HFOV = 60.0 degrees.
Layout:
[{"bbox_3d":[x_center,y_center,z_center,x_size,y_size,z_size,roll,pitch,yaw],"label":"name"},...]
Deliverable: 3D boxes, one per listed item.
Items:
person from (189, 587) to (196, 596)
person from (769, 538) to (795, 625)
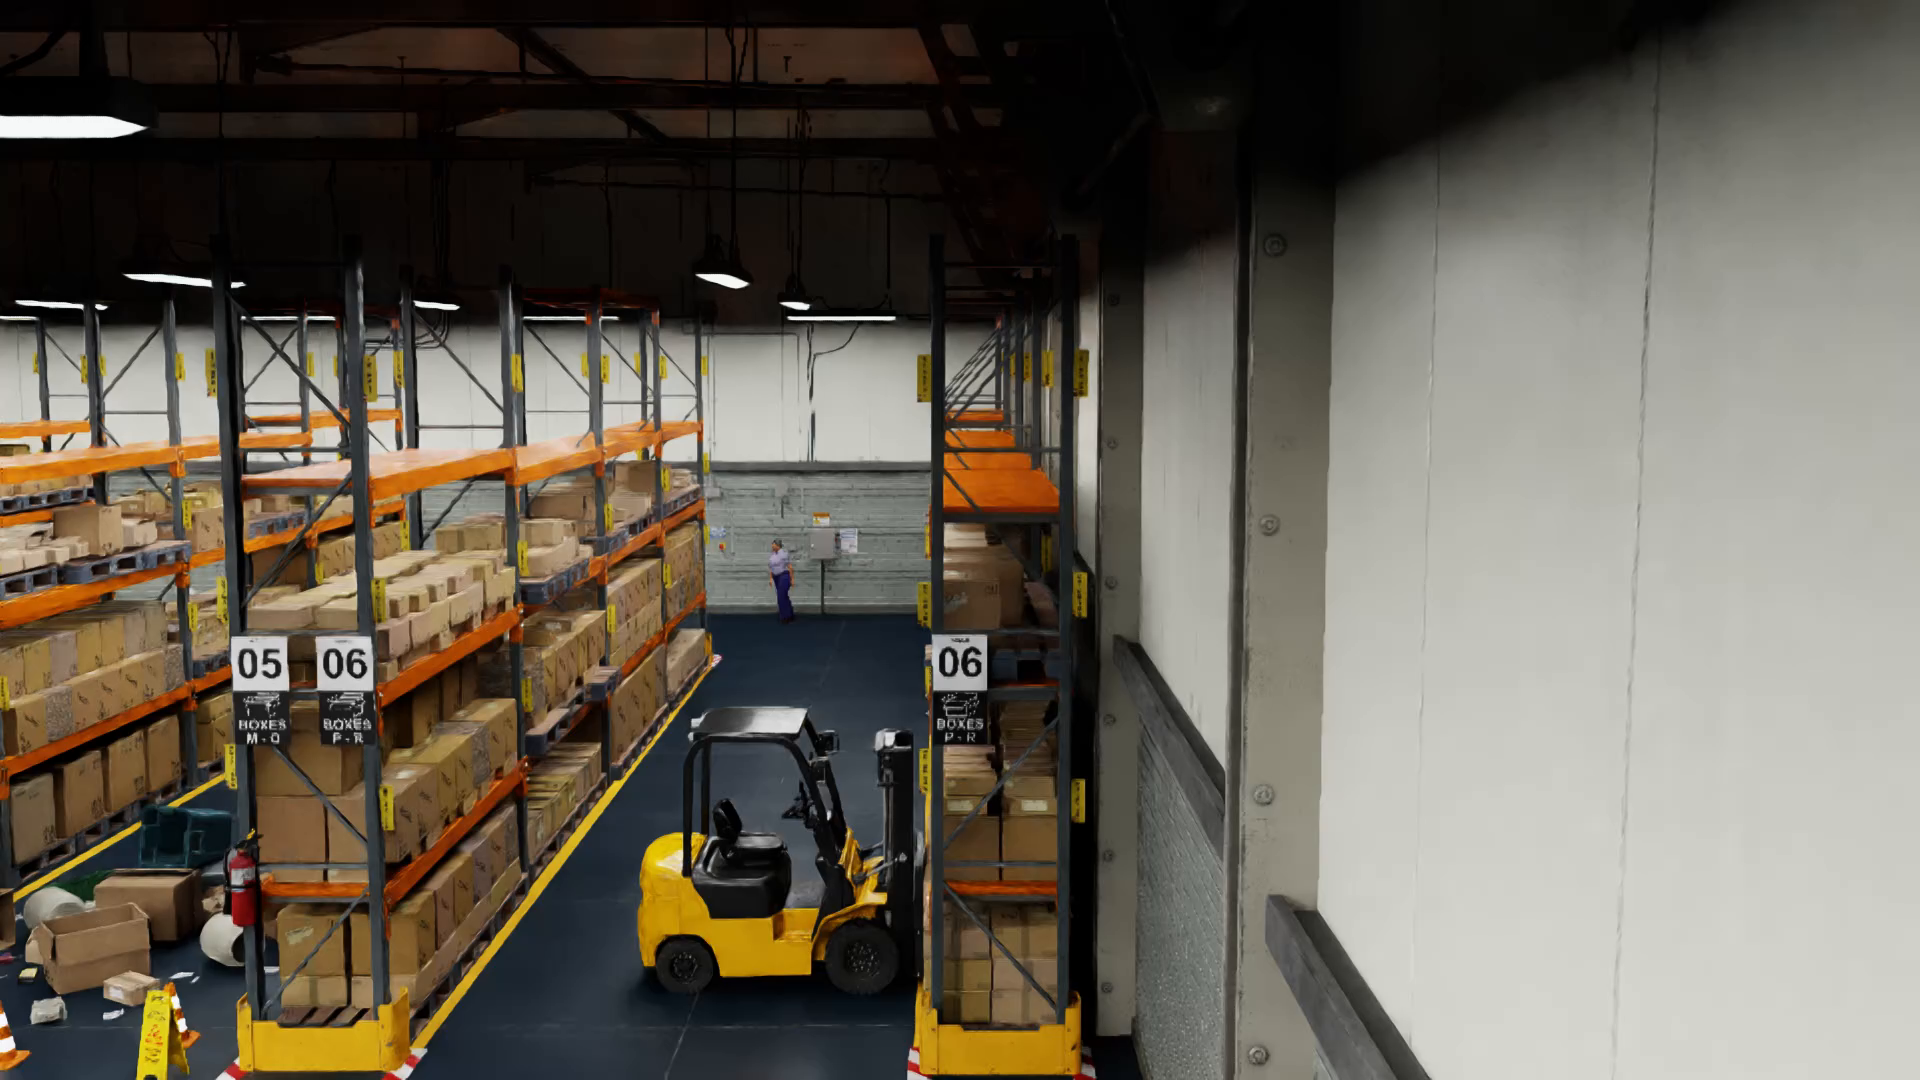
[{"bbox_3d":[-11.492,1.556,24.956,0.677,1.742,0.552,0,6,-2],"label":"person"},{"bbox_3d":[-3.447,0.810,32.350,0.534,1.650,0.590,-5,8,-38],"label":"person"}]
